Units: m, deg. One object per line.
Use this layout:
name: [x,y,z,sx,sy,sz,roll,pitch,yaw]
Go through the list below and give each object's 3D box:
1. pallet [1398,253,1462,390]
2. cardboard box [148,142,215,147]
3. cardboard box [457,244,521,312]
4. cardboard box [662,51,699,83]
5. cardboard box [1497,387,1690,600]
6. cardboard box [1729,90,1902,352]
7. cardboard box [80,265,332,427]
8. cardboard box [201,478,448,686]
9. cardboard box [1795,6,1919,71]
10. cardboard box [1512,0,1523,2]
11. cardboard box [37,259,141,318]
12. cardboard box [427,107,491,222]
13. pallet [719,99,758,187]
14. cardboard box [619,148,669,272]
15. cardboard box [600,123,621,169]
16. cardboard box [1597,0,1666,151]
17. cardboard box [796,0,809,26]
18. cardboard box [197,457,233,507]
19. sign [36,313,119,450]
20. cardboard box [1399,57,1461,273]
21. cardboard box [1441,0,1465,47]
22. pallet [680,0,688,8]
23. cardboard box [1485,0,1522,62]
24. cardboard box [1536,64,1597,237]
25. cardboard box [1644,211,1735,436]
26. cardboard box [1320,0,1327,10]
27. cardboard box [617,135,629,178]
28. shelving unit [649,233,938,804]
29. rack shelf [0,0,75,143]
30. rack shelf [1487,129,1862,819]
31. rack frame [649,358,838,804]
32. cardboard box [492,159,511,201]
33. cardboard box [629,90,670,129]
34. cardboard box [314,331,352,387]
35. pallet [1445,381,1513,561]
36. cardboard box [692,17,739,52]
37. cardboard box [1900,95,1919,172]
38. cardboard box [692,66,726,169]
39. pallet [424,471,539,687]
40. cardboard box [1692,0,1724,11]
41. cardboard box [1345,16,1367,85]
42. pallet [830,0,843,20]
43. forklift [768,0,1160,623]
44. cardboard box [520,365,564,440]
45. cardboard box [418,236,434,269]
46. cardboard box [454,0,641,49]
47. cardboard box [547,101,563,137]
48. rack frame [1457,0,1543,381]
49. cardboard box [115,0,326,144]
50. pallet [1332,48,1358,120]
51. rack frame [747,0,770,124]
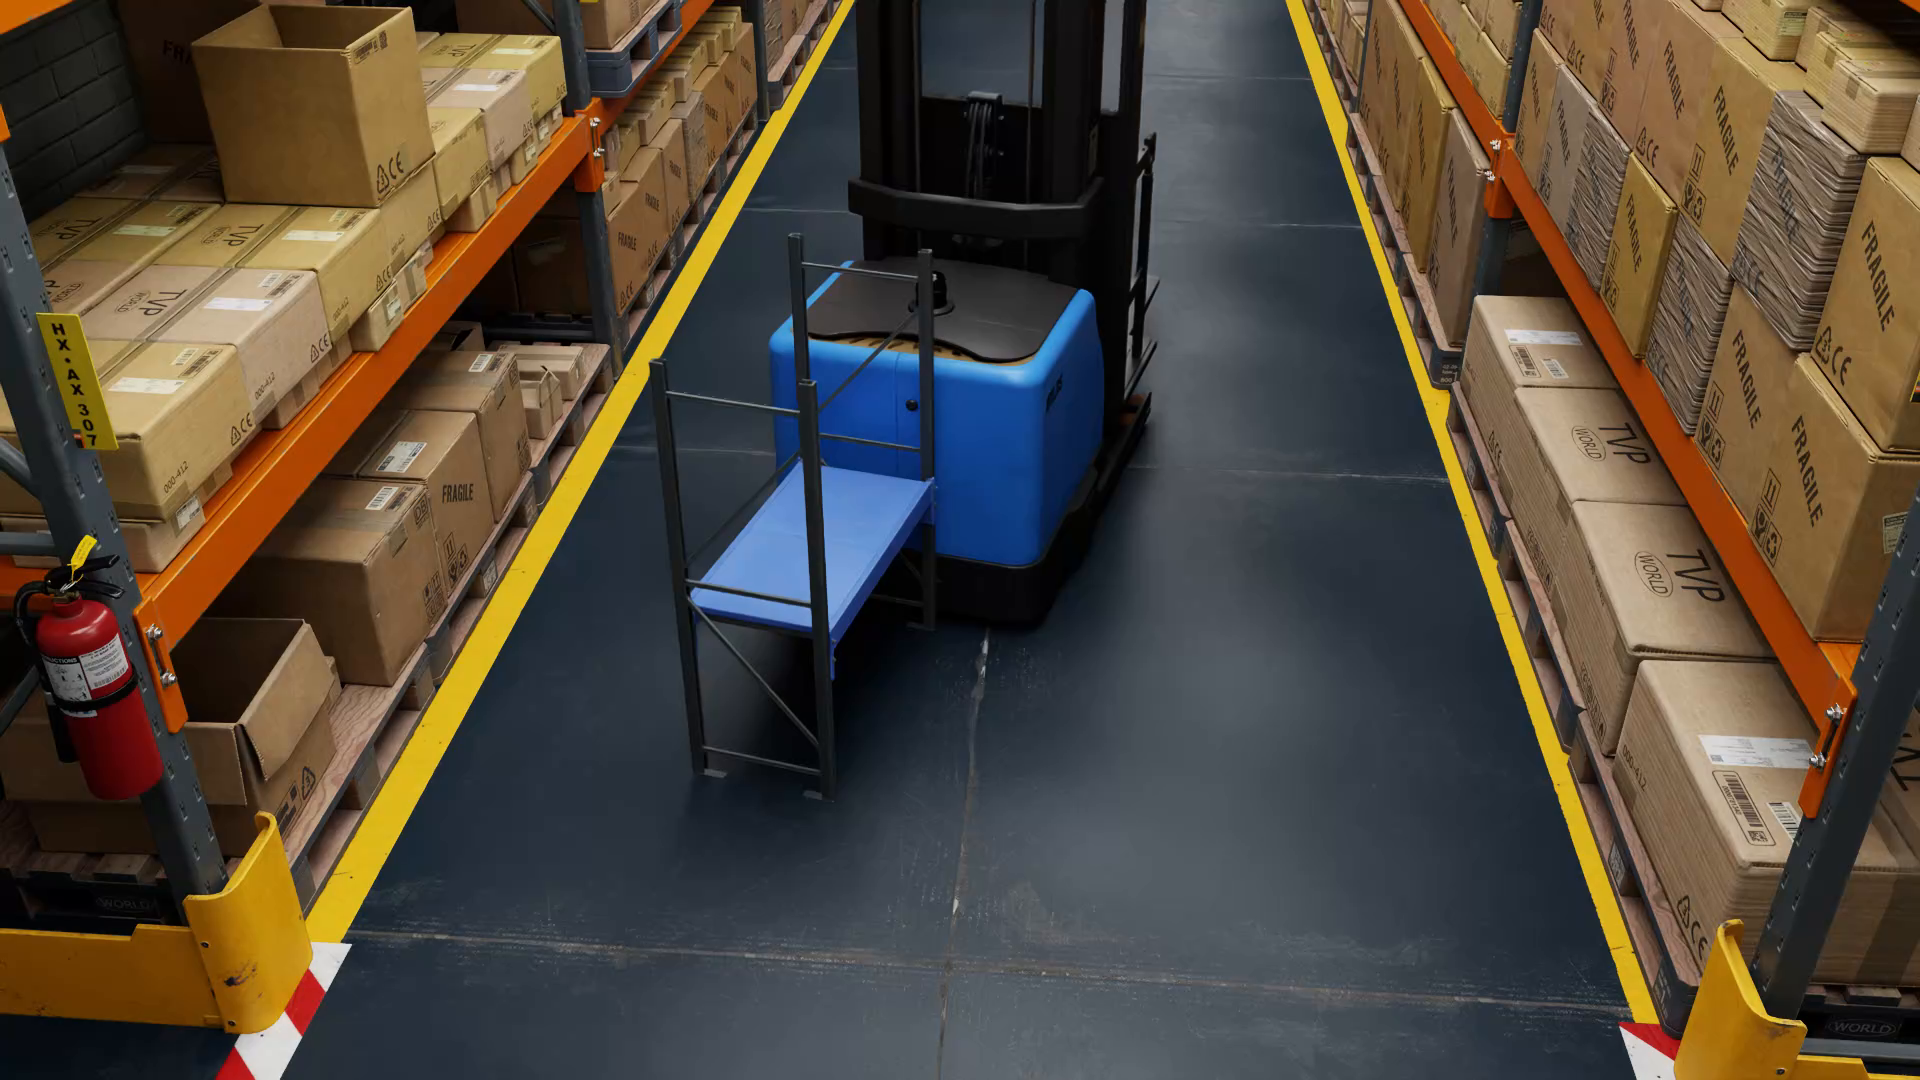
pallet: [2.797,-1.097,8.329,1.003,0.211,1.213,2,32,4]
cardboard box: [-2.526,-1.371,5.975,0.500,0.250,0.500,3,32,5]
cardboard box: [-2.393,-1.472,8.261,0.500,0.500,0.500,2,32,4]
cardboard box: [-1.744,-2.755,9.725,0.380,0.149,0.250,2,32,3]
cardboard box: [2.579,-0.174,6.215,0.875,0.438,0.875,2,32,3]
cardboard box: [2.299,-0.791,4.126,0.500,0.500,0.500,3,32,4]
cardboard box: [-2.118,-0.548,4.640,0.500,0.250,0.500,3,32,5]
cardboard box: [-2.211,0.128,5.665,0.700,0.500,0.500,4,32,6]
cardboard box: [2.401,-1.263,4.273,0.380,0.149,0.250,2,32,4]
cardboard box: [2.595,-2.590,7.046,0.500,0.500,0.500,3,32,6]
cardboard box: [-2.648,-0.580,4.692,0.500,0.250,0.500,3,32,4]
cardboard box: [-2.016,-1.351,5.943,0.500,0.250,0.500,2,32,4]
pallet: [-1.911,-2.603,10.773,1.003,0.211,1.213,2,32,4]
cardboard box: [-1.841,-1.725,8.672,0.500,0.500,0.500,2,32,3]
cardboard box: [-1.870,-1.919,8.086,0.380,0.149,0.250,1,32,2]
cardboard box: [2.429,-1.576,5.400,0.500,0.500,0.500,3,32,5]
cardboard box: [-1.648,-4.367,12.840,0.875,0.625,0.625,1,32,2]
cardboard box: [-2.189,-0.184,4.430,0.380,0.149,0.250,3,32,5]
sign: [-1.923,-0.342,3.620,0.100,0.325,0.005,2,32,4]
cardboard box: [2.846,-1.952,8.684,0.875,0.875,0.875,3,32,5]
cardboard box: [2.697,-2.589,8.234,0.500,0.250,0.500,2,32,3]
pallet: [-1.966,-3.081,9.073,1.003,0.211,1.213,2,32,4]
cardboard box: [2.603,-2.268,7.237,0.500,0.250,0.500,2,32,4]
cardboard box: [2.465,-1.423,6.105,0.500,0.500,0.500,3,32,4]
cardboard box: [2.347,-0.623,4.807,0.500,0.500,0.500,3,32,5]
cardboard box: [3.365,-4.471,13.250,0.950,0.372,0.625,4,32,7]
cardboard box: [-1.889,-1.938,8.399,0.380,0.149,0.250,1,32,1]
shelving unit: [-0.485,-0.087,5.462,0.538,1.500,1.048,9,33,15]
rack shelf: [-2.301,-2.013,4.984,1.077,0.370,4.000,2,32,4]
rack shelf: [2.646,-0.526,5.430,1.077,0.370,4.000,2,32,4]
rack frame: [-0.639,0.167,5.050,0.500,1.500,0.032,9,33,15]
cardboard box: [-1.957,-1.393,6.391,0.380,0.149,0.250,3,32,5]
cardboard box: [-1.800,-2.340,9.052,0.380,0.149,0.250,4,32,6]
cardboard box: [-2.105,-0.592,5.091,0.380,0.149,0.250,3,32,5]
pallet: [2.669,-0.296,7.030,1.003,0.211,1.213,2,32,4]
cardboard box: [-1.592,-3.157,10.378,0.380,0.149,0.250,1,32,1]
cardboard box: [2.310,-0.861,3.621,0.380,0.149,0.250,3,32,5]
cardboard box: [-1.724,-2.529,9.977,0.500,0.500,0.500,4,32,6]
pallet: [-2.292,0.098,6.390,1.003,0.211,1.213,2,32,4]
cardboard box: [2.382,-1.673,4.938,0.380,0.149,0.250,3,32,4]
cardboard box: [3.191,-3.324,11.390,0.950,0.372,0.625,0,32,1]
pallet: [-1.508,-4.697,14.170,1.003,0.211,1.213,2,32,4]
forklift: [0.235,-1.707,6.726,1.130,2.935,3.031,9,33,15]
cardboard box: [-1.920,-0.612,7.090,0.396,0.266,0.258,4,32,6]
cardboard box: [-2.056,-0.997,5.749,0.380,0.149,0.250,2,32,4]
cardboard box: [-1.876,-2.553,7.537,0.700,0.500,0.500,3,32,5]
cardboard box: [-1.912,-1.803,7.057,0.380,0.149,0.250,3,32,5]
rack frame: [2.809,-1.878,6.938,1.000,3.000,0.127,2,32,4]
cardboard box: [-2.525,-1.703,5.798,0.500,0.500,0.500,2,32,3]
pallet: [3.200,-3.191,11.726,1.003,0.211,1.213,2,32,4]
rack frame: [-1.813,-4.179,10.673,1.000,3.000,0.127,2,32,4]
